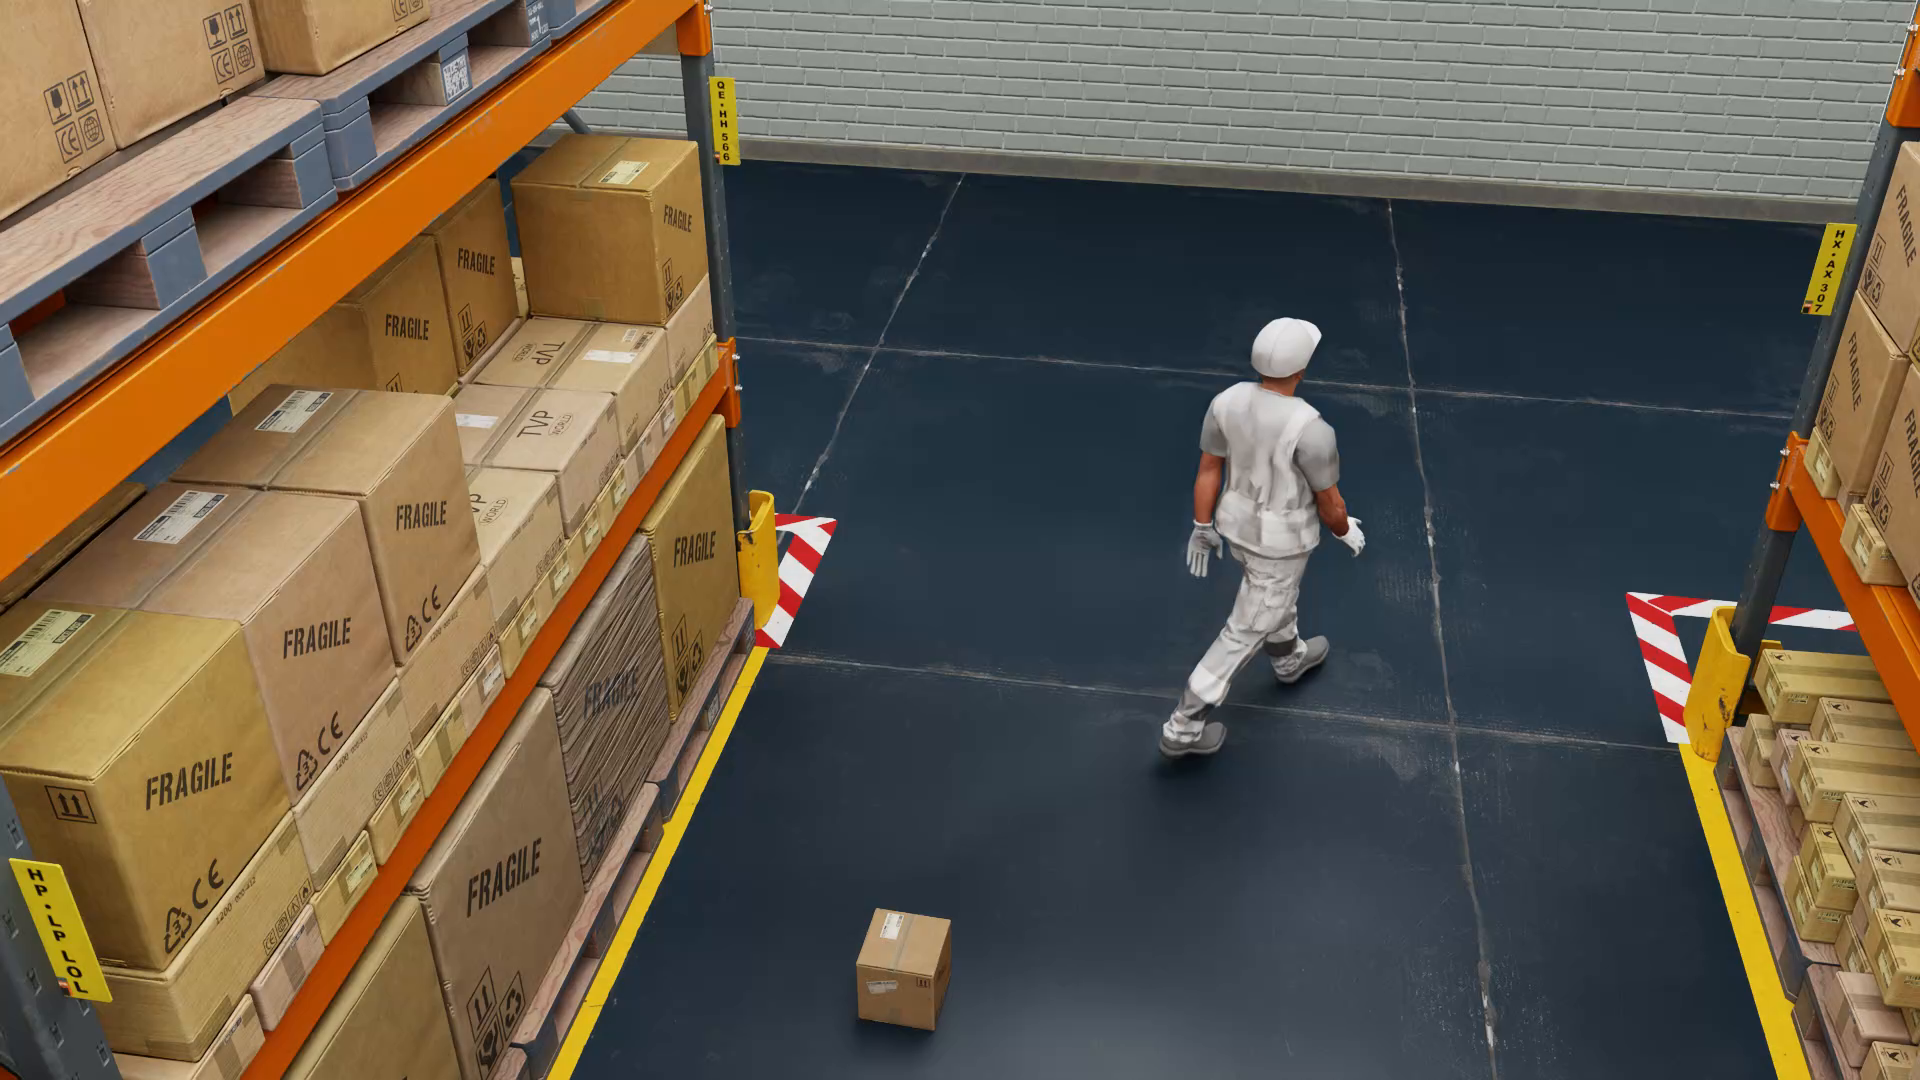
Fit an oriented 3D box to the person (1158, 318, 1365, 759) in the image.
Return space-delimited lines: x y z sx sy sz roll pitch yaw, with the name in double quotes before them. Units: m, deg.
"person" 1.171 -0.036 6.185 1.070 1.740 0.525 -22 38 -30
